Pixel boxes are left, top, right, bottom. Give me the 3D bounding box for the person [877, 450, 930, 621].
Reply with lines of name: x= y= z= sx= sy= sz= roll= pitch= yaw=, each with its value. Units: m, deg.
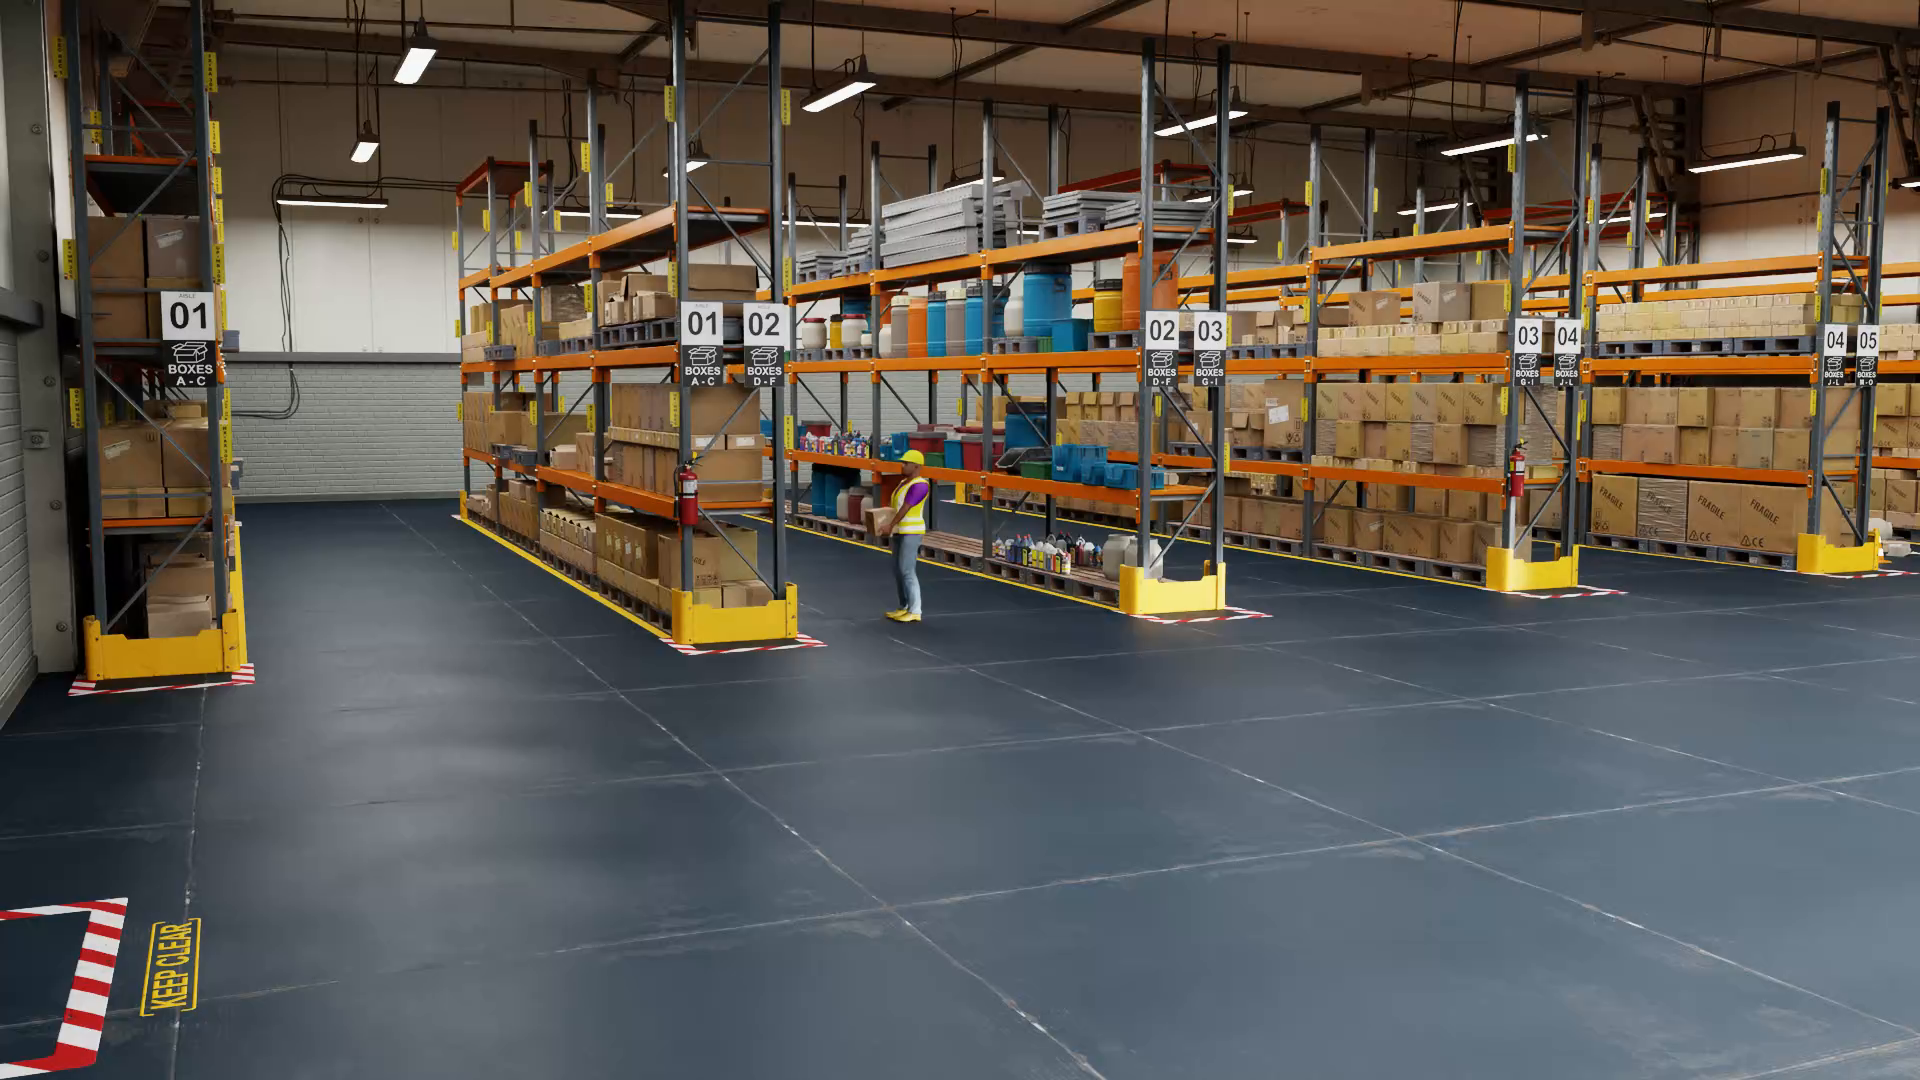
person: x=-0.630 y=-0.046 z=17.161 sx=0.575 sy=1.760 sz=0.503 roll=-2 pitch=6 yaw=-23
